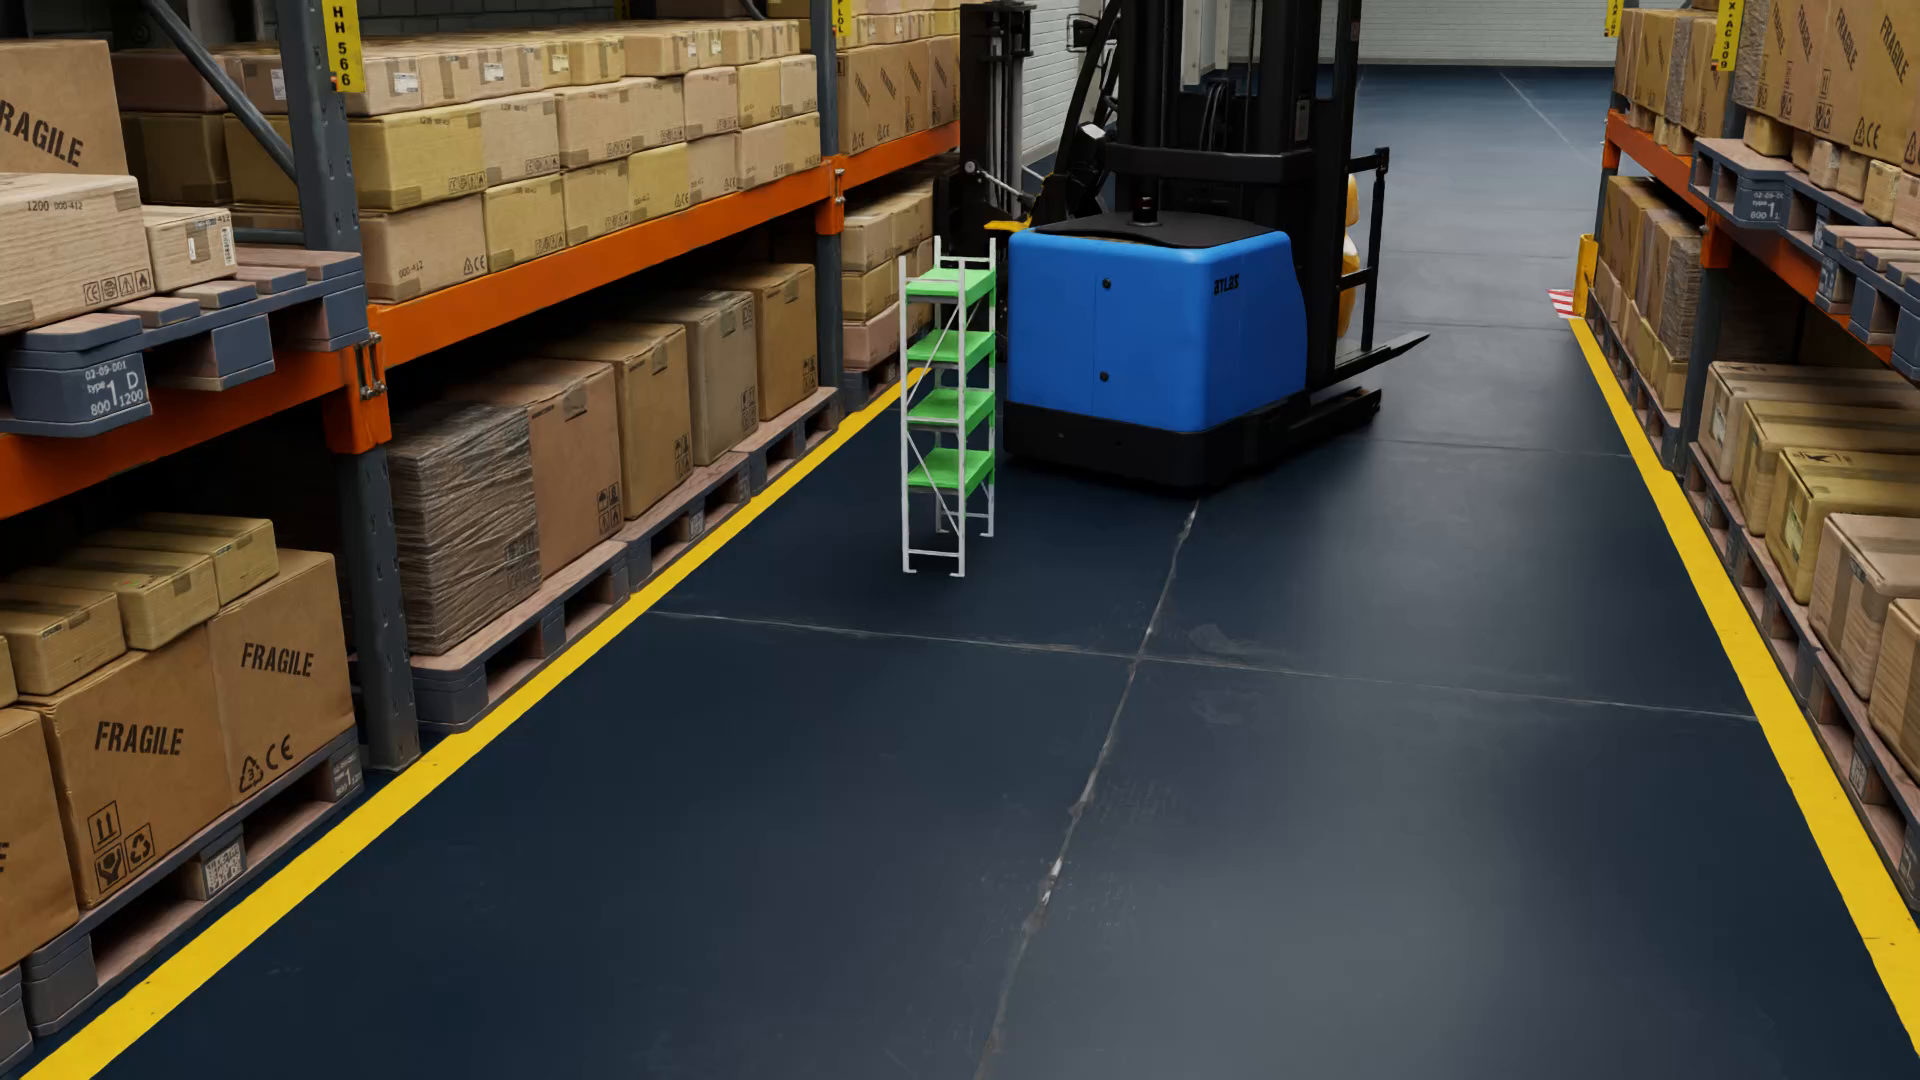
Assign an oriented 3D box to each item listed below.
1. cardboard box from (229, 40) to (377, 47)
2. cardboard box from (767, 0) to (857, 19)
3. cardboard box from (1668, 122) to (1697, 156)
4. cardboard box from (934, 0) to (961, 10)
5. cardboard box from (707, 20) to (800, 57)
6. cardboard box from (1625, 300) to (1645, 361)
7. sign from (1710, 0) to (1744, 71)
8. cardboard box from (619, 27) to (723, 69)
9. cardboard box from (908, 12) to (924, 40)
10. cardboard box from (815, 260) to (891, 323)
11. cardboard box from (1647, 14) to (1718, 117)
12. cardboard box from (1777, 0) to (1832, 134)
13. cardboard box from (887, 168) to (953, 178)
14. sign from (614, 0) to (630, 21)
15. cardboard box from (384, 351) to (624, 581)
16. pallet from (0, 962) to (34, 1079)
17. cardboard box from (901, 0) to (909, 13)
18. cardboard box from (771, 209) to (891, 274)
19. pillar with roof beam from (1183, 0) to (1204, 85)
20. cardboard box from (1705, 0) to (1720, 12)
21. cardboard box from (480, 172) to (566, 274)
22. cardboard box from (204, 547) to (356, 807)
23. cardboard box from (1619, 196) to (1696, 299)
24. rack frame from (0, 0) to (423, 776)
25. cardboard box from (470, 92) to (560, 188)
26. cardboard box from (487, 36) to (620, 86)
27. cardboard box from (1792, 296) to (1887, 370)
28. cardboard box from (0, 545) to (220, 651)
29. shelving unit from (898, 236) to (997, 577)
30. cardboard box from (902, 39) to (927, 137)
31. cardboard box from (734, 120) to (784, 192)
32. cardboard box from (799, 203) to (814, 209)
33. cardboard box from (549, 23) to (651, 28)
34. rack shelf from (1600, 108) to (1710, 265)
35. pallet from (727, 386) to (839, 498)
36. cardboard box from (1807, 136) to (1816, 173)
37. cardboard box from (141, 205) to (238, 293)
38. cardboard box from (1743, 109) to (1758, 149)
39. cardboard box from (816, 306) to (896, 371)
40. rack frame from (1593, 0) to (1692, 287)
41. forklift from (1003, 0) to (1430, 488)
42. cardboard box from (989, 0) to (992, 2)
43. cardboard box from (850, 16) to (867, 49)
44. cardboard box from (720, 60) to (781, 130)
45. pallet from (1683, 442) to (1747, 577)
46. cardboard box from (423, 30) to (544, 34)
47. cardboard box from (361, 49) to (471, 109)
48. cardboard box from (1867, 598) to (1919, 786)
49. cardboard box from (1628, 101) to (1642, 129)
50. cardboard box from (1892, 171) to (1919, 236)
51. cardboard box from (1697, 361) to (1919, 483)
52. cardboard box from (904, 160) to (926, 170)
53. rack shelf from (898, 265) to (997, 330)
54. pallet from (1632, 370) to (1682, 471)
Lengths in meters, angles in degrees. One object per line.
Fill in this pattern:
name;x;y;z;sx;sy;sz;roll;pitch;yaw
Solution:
cardboard box;-2.111;-1.530;5.369;0.380;0.149;0.250;4;19;12
cardboard box;-0.722;-2.634;8.139;0.380;0.149;0.250;5;20;14
cardboard box;3.755;-1.996;8.279;0.380;0.149;0.250;4;19;13
cardboard box;-0.208;-3.274;10.014;0.380;0.149;0.250;5;19;14
cardboard box;-0.956;-2.292;7.598;0.380;0.149;0.250;5;20;15
cardboard box;3.859;-1.102;8.877;0.500;0.250;0.500;5;19;14
sign;3.198;-2.121;6.918;0.100;0.325;0.005;5;19;13
cardboard box;-1.173;-1.967;6.647;0.380;0.149;0.250;4;19;12
cardboard box;-0.414;-2.894;9.363;0.380;0.149;0.250;4;19;12
cardboard box;-0.670;-1.323;8.752;0.500;0.250;0.500;5;19;13
cardboard box;3.956;-2.504;8.763;0.500;0.500;0.500;4;19;12
cardboard box;3.078;-1.623;5.533;0.500;0.500;0.500;5;19;13
cardboard box;-0.153;-2.198;10.540;0.500;0.250;0.500;5;19;14
sign;-1.626;-2.553;8.058;0.100;0.325;0.005;5;19;13
cardboard box;-1.747;-0.283;5.900;0.875;0.625;0.625;5;20;15
pallet;-2.584;1.124;3.072;1.003;0.211;1.213;5;19;13
cardboard box;-0.492;-2.959;9.093;0.380;0.149;0.250;4;19;13
cardboard box;-0.665;-1.560;8.670;0.500;0.250;0.500;4;19;13
pillar with roof beam;8.884;-13.190;31.382;9.100;9.000;0.400;5;19;13
cardboard box;4.660;-3.251;9.403;0.700;0.500;0.500;5;19;14
cardboard box;-1.592;-1.014;5.249;0.500;0.250;0.500;4;19;12
cardboard box;-1.960;0.325;4.312;0.500;0.500;0.500;5;20;15
cardboard box;3.979;-1.618;9.228;0.500;0.500;0.500;5;19;14
rack frame;-2.065;-0.808;4.413;1.000;3.000;0.127;5;19;13
cardboard box;-1.596;-1.251;5.167;0.500;0.250;0.500;5;20;15
cardboard box;-1.396;-1.645;5.704;0.380;0.149;0.250;5;20;15
cardboard box;4.132;-1.087;7.674;0.500;0.500;0.500;6;20;16
cardboard box;-1.977;0.132;3.875;0.380;0.149;0.250;4;19;11
shelving unit;-0.040;-0.516;6.342;0.258;1.200;0.503;5;19;13
cardboard box;-0.492;-2.551;9.361;0.500;0.500;0.500;4;19;13
cardboard box;-1.075;-1.654;7.123;0.500;0.250;0.500;5;19;13
cardboard box;-1.046;-1.762;9.264;0.500;0.250;0.500;4;19;13
cardboard box;-1.560;-2.165;7.227;0.380;0.149;0.250;5;19;13
rack shelf;4.215;-1.958;8.891;1.077;0.370;4.000;5;19;13
pallet;-1.230;-0.509;7.850;1.003;0.211;1.213;5;19;13
cardboard box;3.055;-1.276;5.521;0.380;0.149;0.250;5;19;14
cardboard box;-1.853;-0.652;3.695;0.380;0.149;0.250;5;19;14
cardboard box;3.285;-1.603;6.478;0.380;0.149;0.250;5;19;14
cardboard box;-0.648;-1.085;8.828;0.500;0.250;0.500;5;19;14
rack frame;4.704;-2.925;10.610;1.000;3.000;0.127;5;19;13
forklift;1.487;-2.024;8.079;1.130;2.935;3.031;14;23;35
cardboard box;0.006;-3.682;11.208;0.380;0.149;0.250;5;19;14
cardboard box;-0.693;-2.577;8.433;0.380;0.149;0.250;5;20;15
cardboard box;-1.078;-1.892;7.044;0.500;0.250;0.500;4;19;12
pallet;3.538;-0.107;6.676;1.003;0.211;1.213;5;19;13
cardboard box;-1.799;-1.849;6.302;0.380;0.149;0.250;5;19;14
cardboard box;-1.638;-1.323;4.762;0.380;0.149;0.250;5;20;15
cardboard box;2.897;0.451;4.142;0.950;0.372;0.625;3;19;10
cardboard box;4.122;-2.483;9.705;0.380;0.149;0.250;5;19;14
cardboard box;2.684;-0.869;4.331;0.380;0.149;0.250;4;19;11
cardboard box;3.601;-0.462;6.815;0.950;0.372;0.625;5;19;14
cardboard box;-0.530;-2.394;11.113;0.500;0.250;0.500;5;19;13
rack shelf;-0.040;-0.910;6.207;0.258;0.148;0.480;5;19;13
pallet;3.856;-0.565;8.015;1.003;0.211;1.213;5;19;13
